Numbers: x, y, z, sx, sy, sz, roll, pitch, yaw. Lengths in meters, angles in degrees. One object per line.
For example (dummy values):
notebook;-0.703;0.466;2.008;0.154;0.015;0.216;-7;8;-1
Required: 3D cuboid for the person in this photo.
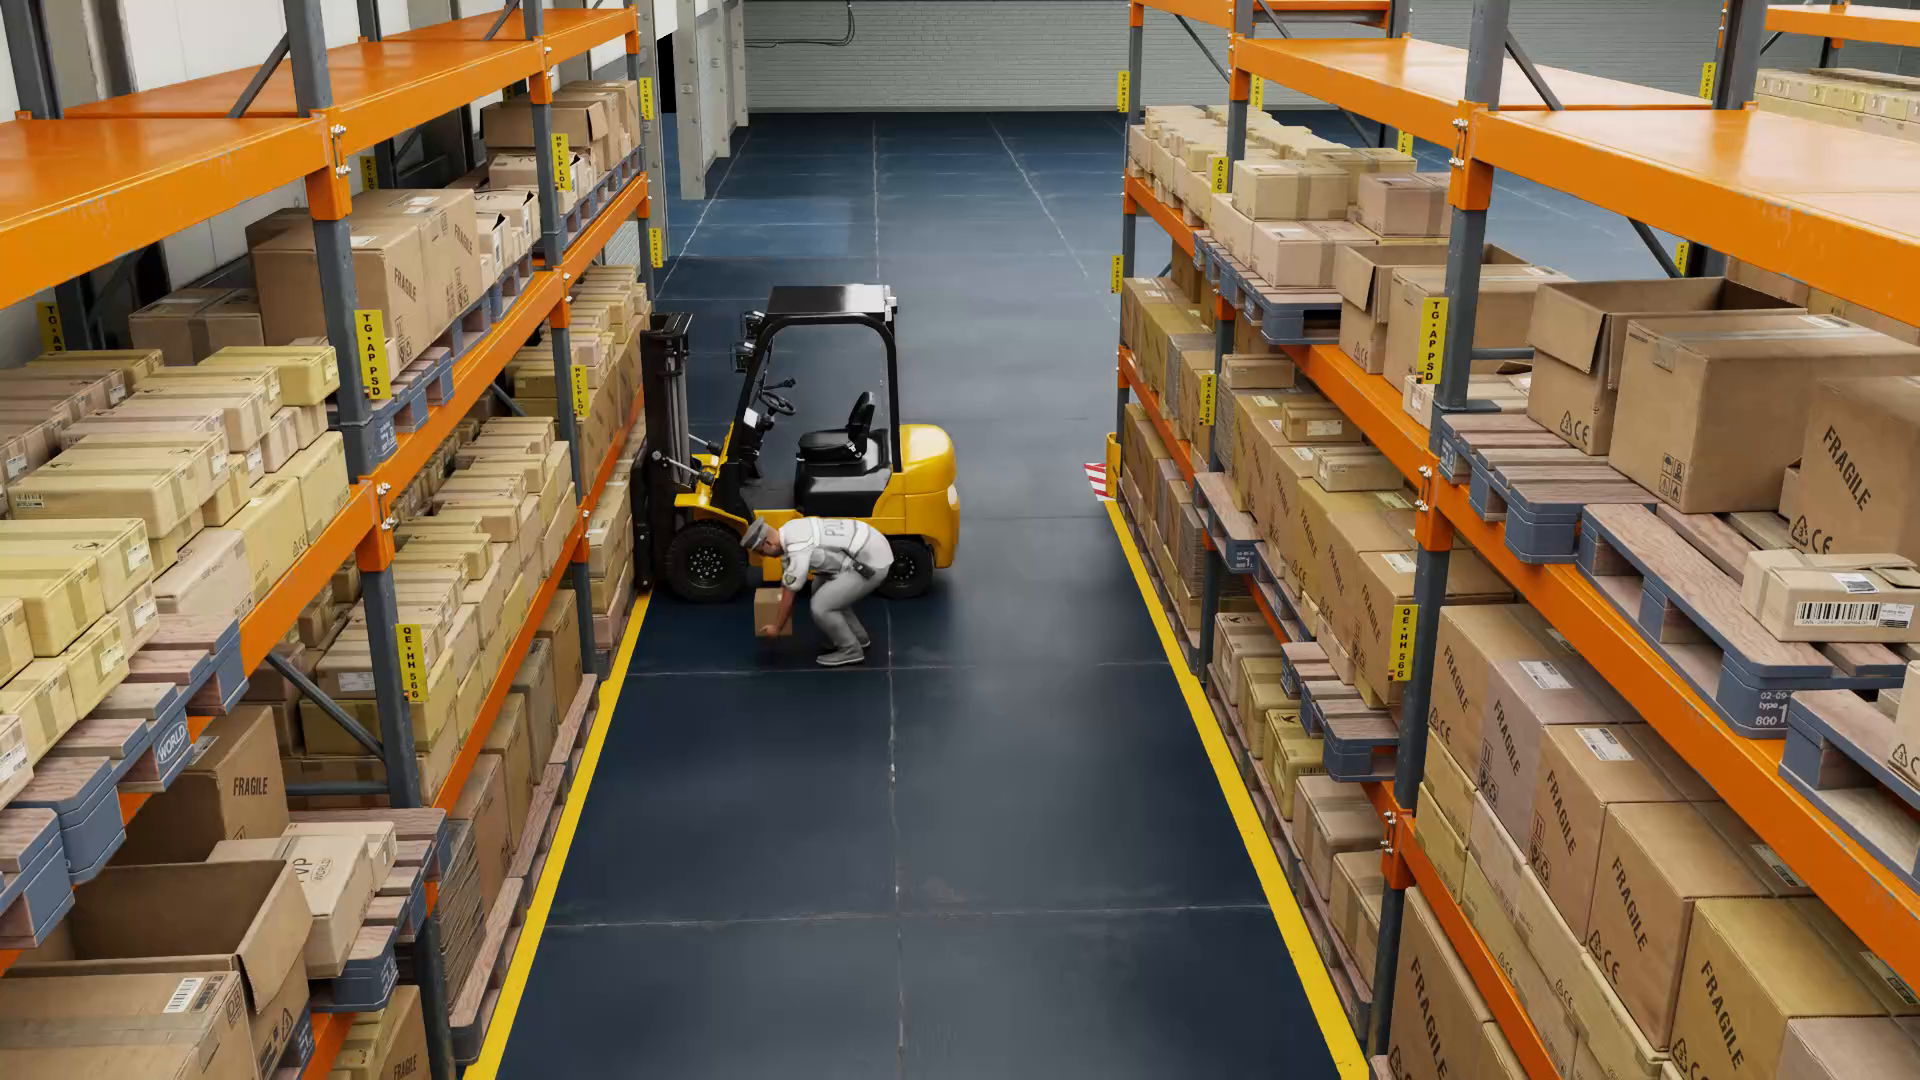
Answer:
person;-0.973;0.316;11.247;0.999;1.037;0.530;-2;20;-5
